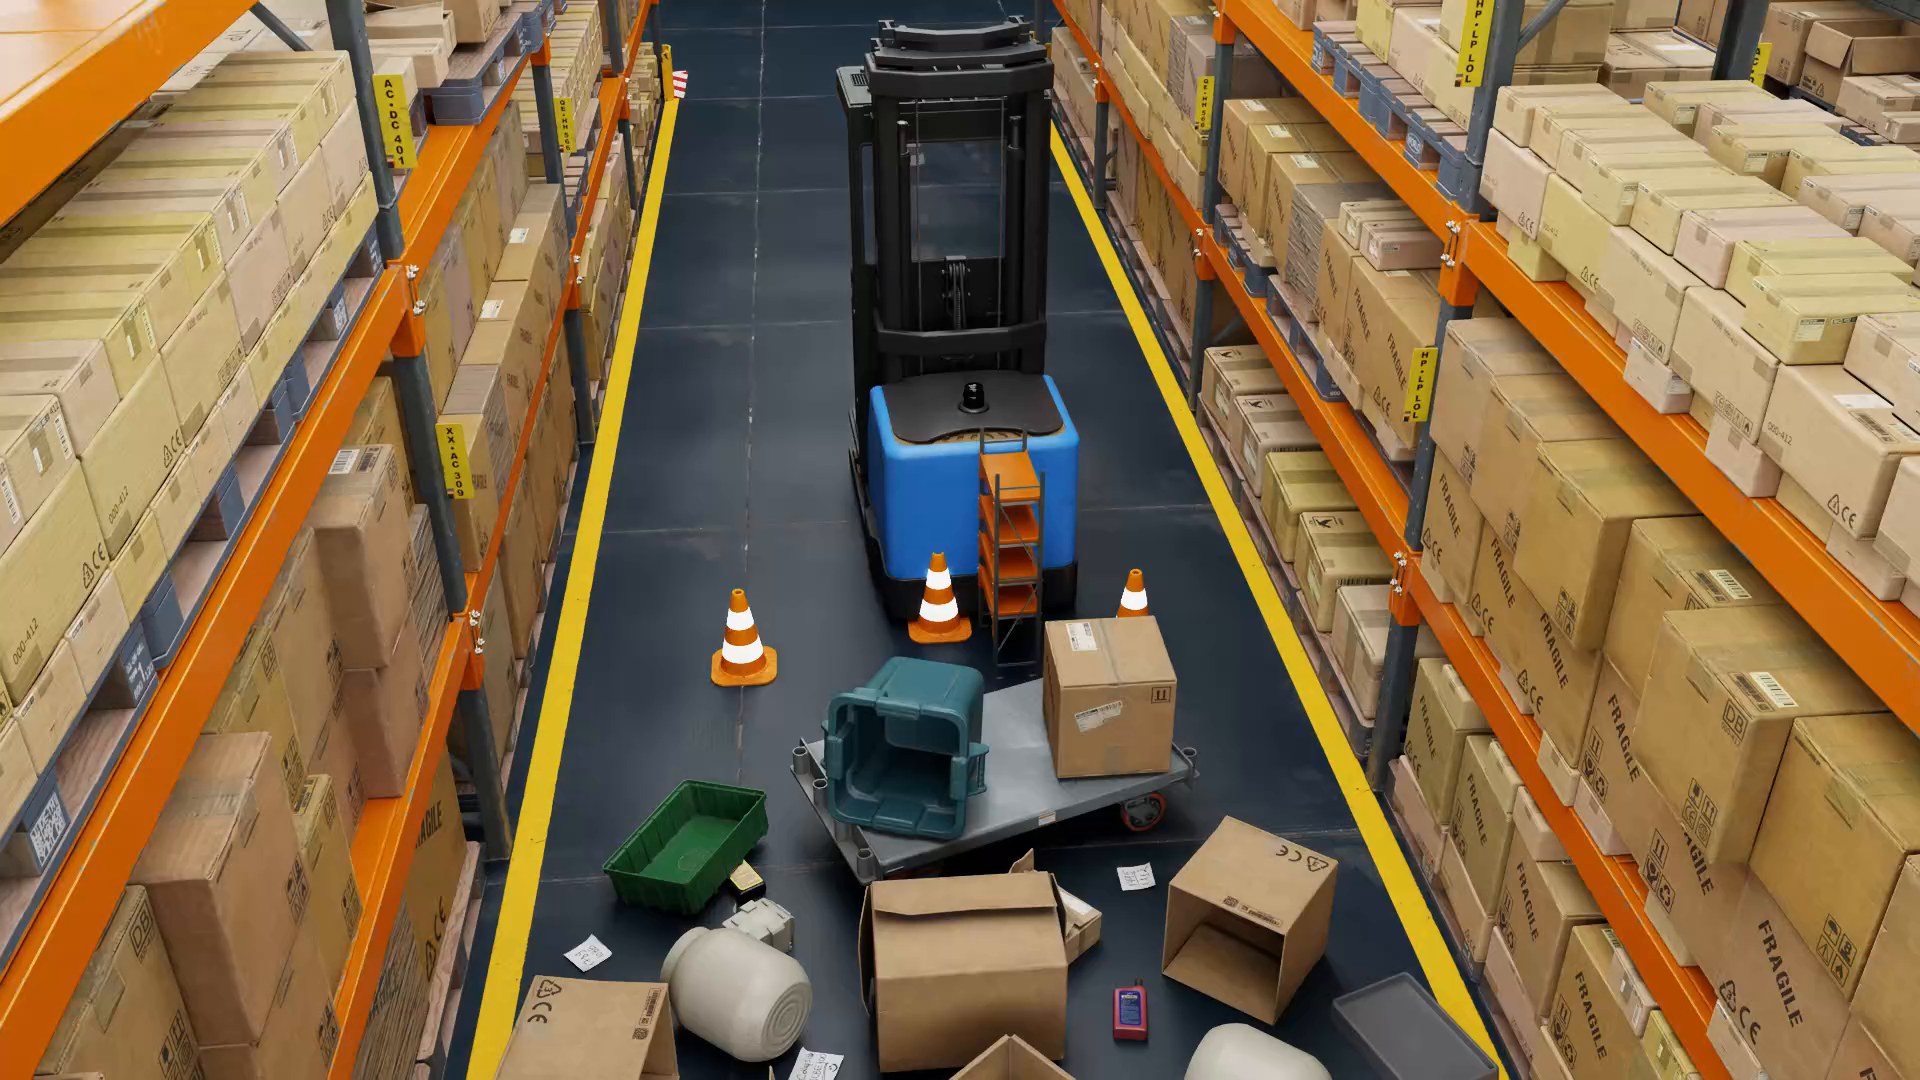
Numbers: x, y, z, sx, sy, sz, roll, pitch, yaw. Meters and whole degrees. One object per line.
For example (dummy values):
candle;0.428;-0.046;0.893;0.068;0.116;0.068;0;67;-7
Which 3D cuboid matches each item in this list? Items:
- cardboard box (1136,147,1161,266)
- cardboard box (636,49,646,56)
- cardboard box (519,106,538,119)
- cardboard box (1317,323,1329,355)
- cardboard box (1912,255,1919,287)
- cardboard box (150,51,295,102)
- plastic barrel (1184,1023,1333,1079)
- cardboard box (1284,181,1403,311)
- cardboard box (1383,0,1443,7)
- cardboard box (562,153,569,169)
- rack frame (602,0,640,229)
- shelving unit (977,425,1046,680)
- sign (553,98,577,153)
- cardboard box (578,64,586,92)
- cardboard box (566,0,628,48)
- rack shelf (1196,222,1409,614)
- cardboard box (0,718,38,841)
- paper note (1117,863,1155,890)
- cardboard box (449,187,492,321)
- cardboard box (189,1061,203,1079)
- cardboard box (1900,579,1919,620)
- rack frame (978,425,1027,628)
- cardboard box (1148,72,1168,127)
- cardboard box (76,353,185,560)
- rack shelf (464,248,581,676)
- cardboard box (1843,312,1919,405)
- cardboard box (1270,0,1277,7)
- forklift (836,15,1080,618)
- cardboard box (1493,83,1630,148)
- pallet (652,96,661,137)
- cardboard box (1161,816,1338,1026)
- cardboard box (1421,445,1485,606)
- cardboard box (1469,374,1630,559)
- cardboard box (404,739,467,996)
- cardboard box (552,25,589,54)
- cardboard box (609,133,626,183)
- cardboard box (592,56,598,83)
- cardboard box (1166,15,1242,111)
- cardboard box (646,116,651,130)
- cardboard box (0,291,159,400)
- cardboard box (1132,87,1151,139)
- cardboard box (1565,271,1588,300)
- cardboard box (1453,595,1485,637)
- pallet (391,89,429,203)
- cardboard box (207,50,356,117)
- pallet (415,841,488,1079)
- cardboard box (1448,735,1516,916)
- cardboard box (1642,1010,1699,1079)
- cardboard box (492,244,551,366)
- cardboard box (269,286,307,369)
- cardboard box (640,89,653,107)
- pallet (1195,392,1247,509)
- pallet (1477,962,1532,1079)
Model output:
cardboard box;1.902;-2.738;13.070;0.875;0.875;0.875;-2;31;-3
cardboard box;-3.352;-4.819;16.683;0.380;0.149;0.250;-2;31;-4
cardboard box;-2.751;-2.622;10.470;0.380;0.149;0.250;-4;31;-6
cardboard box;2.016;-1.002;8.338;0.380;0.149;0.250;-3;31;-5
cardboard box;2.907;-0.742;4.610;0.380;0.149;0.250;-2;31;-4
cardboard box;-2.724;-1.669;6.334;0.500;0.250;0.500;-2;31;-4
plastic barrel;1.093;2.008;5.976;0.512;0.421;0.421;20;36;29
cardboard box;2.009;-1.519;8.570;0.500;0.500;0.500;-4;31;-6
cardboard box;2.122;-2.587;7.479;0.500;0.250;0.500;-2;31;-4
cardboard box;-2.764;-2.497;10.841;0.380;0.149;0.250;-1;31;-2
rack frame;-3.246;-3.954;13.445;1.000;3.000;0.127;-3;31;-5
shelving unit;0.254;0.069;8.464;0.258;1.200;0.503;-4;31;-7
sign;-2.320;-2.437;9.776;0.100;0.325;0.005;-3;31;-5
cardboard box;-2.886;-3.288;11.875;0.380;0.149;0.250;-3;31;-4
cardboard box;-3.042;-4.390;13.786;0.500;0.500;0.500;-3;31;-5
rack shelf;2.233;-0.871;8.984;1.077;0.370;4.000;-3;31;-5
cardboard box;-1.863;0.449;2.886;0.380;0.149;0.250;-2;31;-4
paper note;0.771;1.468;7.262;0.148;0.019;0.142;-3;31;-5
cardboard box;-2.694;-1.374;8.052;0.700;0.500;0.500;-3;31;-5
cardboard box;-2.278;1.641;3.931;0.875;0.550;0.550;-3;31;-5
cardboard box;2.478;0.140;3.911;0.380;0.149;0.250;-3;31;-4
rack frame;0.219;-0.055;8.672;0.240;1.200;0.015;-4;31;-7
cardboard box;1.628;-3.108;11.687;0.500;0.250;0.500;-4;31;-6
cardboard box;-2.011;-0.177;3.546;0.500;0.250;0.500;-3;31;-5
rack shelf;-2.686;-0.582;8.501;1.077;0.370;4.000;-3;31;-5
cardboard box;2.454;-0.452;4.124;0.380;0.149;0.250;-4;31;-6
cardboard box;1.930;-3.132;9.273;0.396;0.266;0.258;-3;31;-5
forklift;-0.094;-1.577;9.532;1.130;2.935;3.031;-4;31;-7
cardboard box;2.125;-1.504;5.886;0.380;0.149;0.250;-3;31;-5
pallet;-3.572;-4.344;16.817;1.003;0.211;1.213;-3;31;-5
cardboard box;1.165;1.526;6.706;0.500;0.500;0.500;20;36;29
cardboard box;2.184;-0.091;6.590;0.500;0.500;0.500;-3;31;-5
cardboard box;2.271;-0.262;5.900;0.700;0.500;0.500;-3;31;-4
cardboard box;-2.510;1.187;6.501;0.875;0.875;0.875;-2;31;-4
cardboard box;-2.942;-3.683;12.247;0.380;0.149;0.250;-3;31;-5
cardboard box;-2.925;-3.015;13.170;0.500;0.250;0.500;-4;31;-6
cardboard box;-2.966;-3.573;12.643;0.380;0.149;0.250;-3;31;-5
cardboard box;1.681;-3.186;11.086;0.500;0.500;0.500;-2;31;-4
cardboard box;-3.172;-4.035;15.951;0.380;0.149;0.250;-2;31;-4
cardboard box;-1.957;-0.408;3.543;0.380;0.149;0.250;-3;31;-5
cardboard box;1.570;-3.159;12.260;0.500;0.250;0.500;-3;31;-5
cardboard box;2.307;-0.910;5.668;0.380;0.149;0.250;-3;31;-5
cardboard box;2.205;0.252;6.648;0.380;0.149;0.250;-2;31;-3
pallet;-2.634;-1.541;6.666;0.805;0.209;1.217;-4;31;-7
cardboard box;-2.147;-1.444;5.277;0.380;0.149;0.250;-3;31;-5
pallet;-2.506;1.719;6.666;1.003;0.211;1.213;-3;31;-5
cardboard box;2.268;1.107;6.513;0.500;0.500;0.500;-2;31;-3
cardboard box;2.338;1.574;5.097;0.380;0.149;0.250;-2;31;-4
cardboard box;-2.471;-1.228;8.783;0.500;0.500;0.500;-3;31;-5
cardboard box;-2.051;-0.584;4.615;0.380;0.149;0.250;-2;31;-4
cardboard box;-3.175;-4.296;16.097;0.380;0.149;0.250;-2;31;-4
pallet;2.118;-0.605;10.556;1.003;0.211;1.213;-3;31;-5
pallet;2.635;2.004;6.189;1.003;0.211;1.213;-3;31;-5
